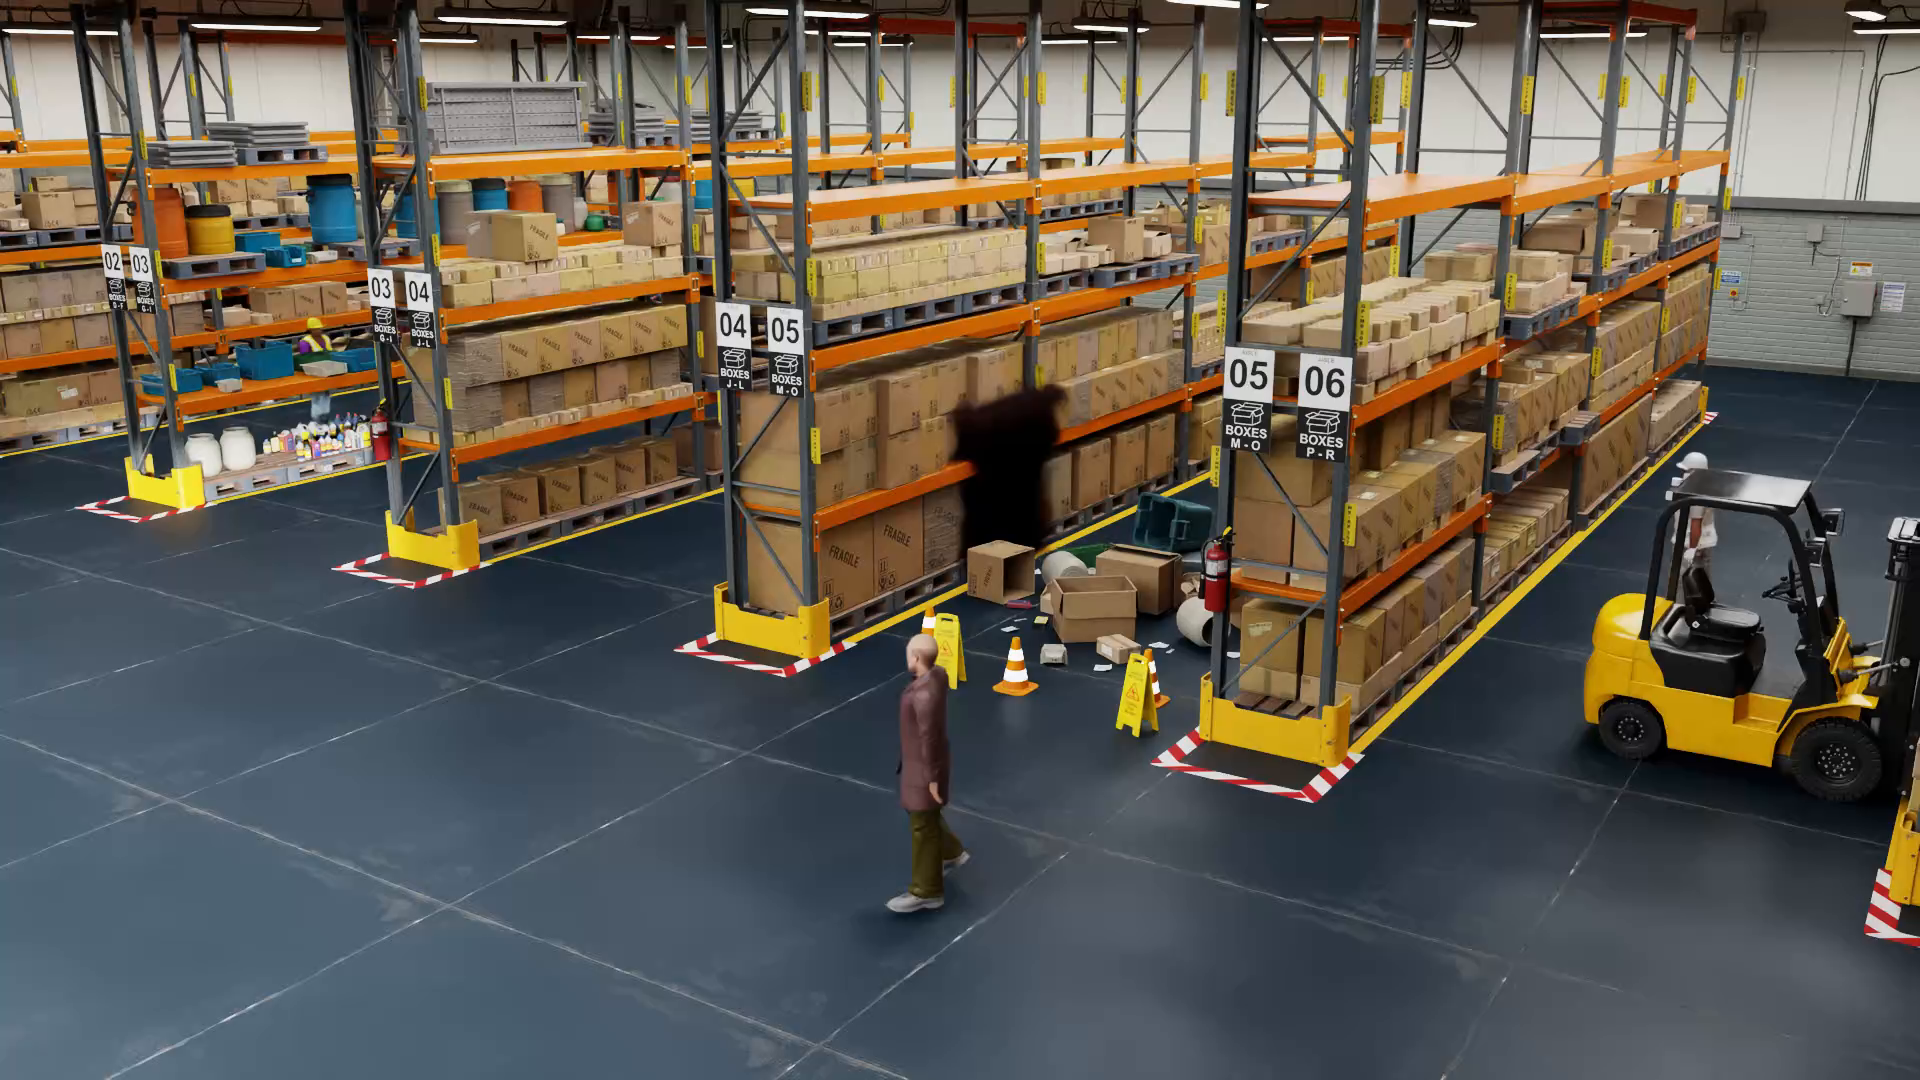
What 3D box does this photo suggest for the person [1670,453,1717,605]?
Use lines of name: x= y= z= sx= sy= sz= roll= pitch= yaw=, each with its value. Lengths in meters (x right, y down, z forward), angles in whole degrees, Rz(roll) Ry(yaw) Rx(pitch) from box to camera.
person: x=6.941 y=0.045 z=15.766 sx=0.573 sy=1.789 sz=0.428 roll=-9 pitch=18 yaw=-30

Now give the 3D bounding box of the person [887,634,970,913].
person: x=-0.197 y=1.451 z=10.639 sx=0.509 sy=1.796 sz=0.633 roll=2 pitch=16 yaw=6

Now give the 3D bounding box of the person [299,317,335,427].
person: x=-9.425 y=-2.406 z=24.526 sx=0.381 sy=1.767 sz=0.615 roll=4 pitch=16 yaw=14
